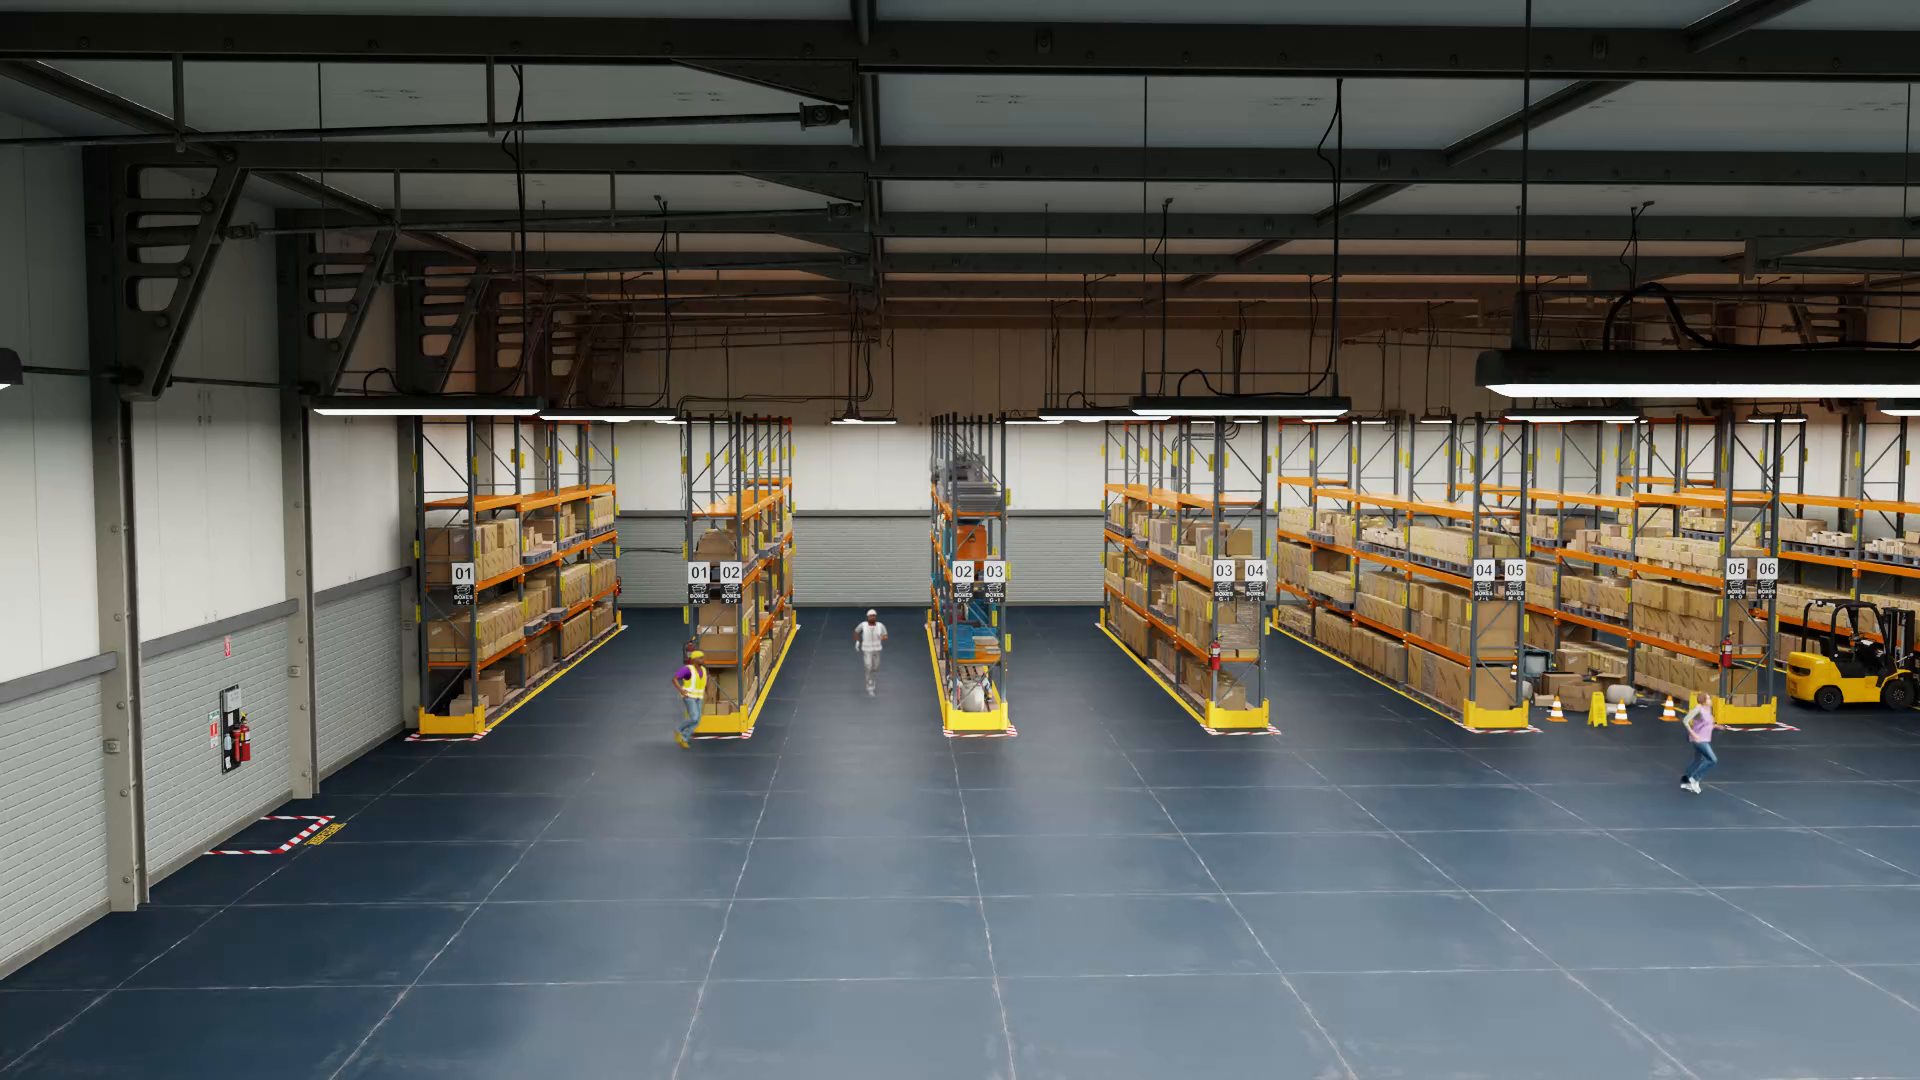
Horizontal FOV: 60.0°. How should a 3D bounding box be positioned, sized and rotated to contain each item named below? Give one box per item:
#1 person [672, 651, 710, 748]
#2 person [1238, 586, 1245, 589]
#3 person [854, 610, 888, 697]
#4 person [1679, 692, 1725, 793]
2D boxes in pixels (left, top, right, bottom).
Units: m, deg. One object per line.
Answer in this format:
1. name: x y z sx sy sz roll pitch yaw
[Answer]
1. person: -4.768 2.851 29.878 0.530 1.724 0.731 3 5 36
2. person: 8.113 1.602 48.403 0.759 1.658 0.600 4 5 43
3. person: -1.885 2.392 35.561 0.671 1.819 0.897 -1 4 -17
4. person: 11.619 3.158 26.011 0.631 1.578 0.512 3 5 39
